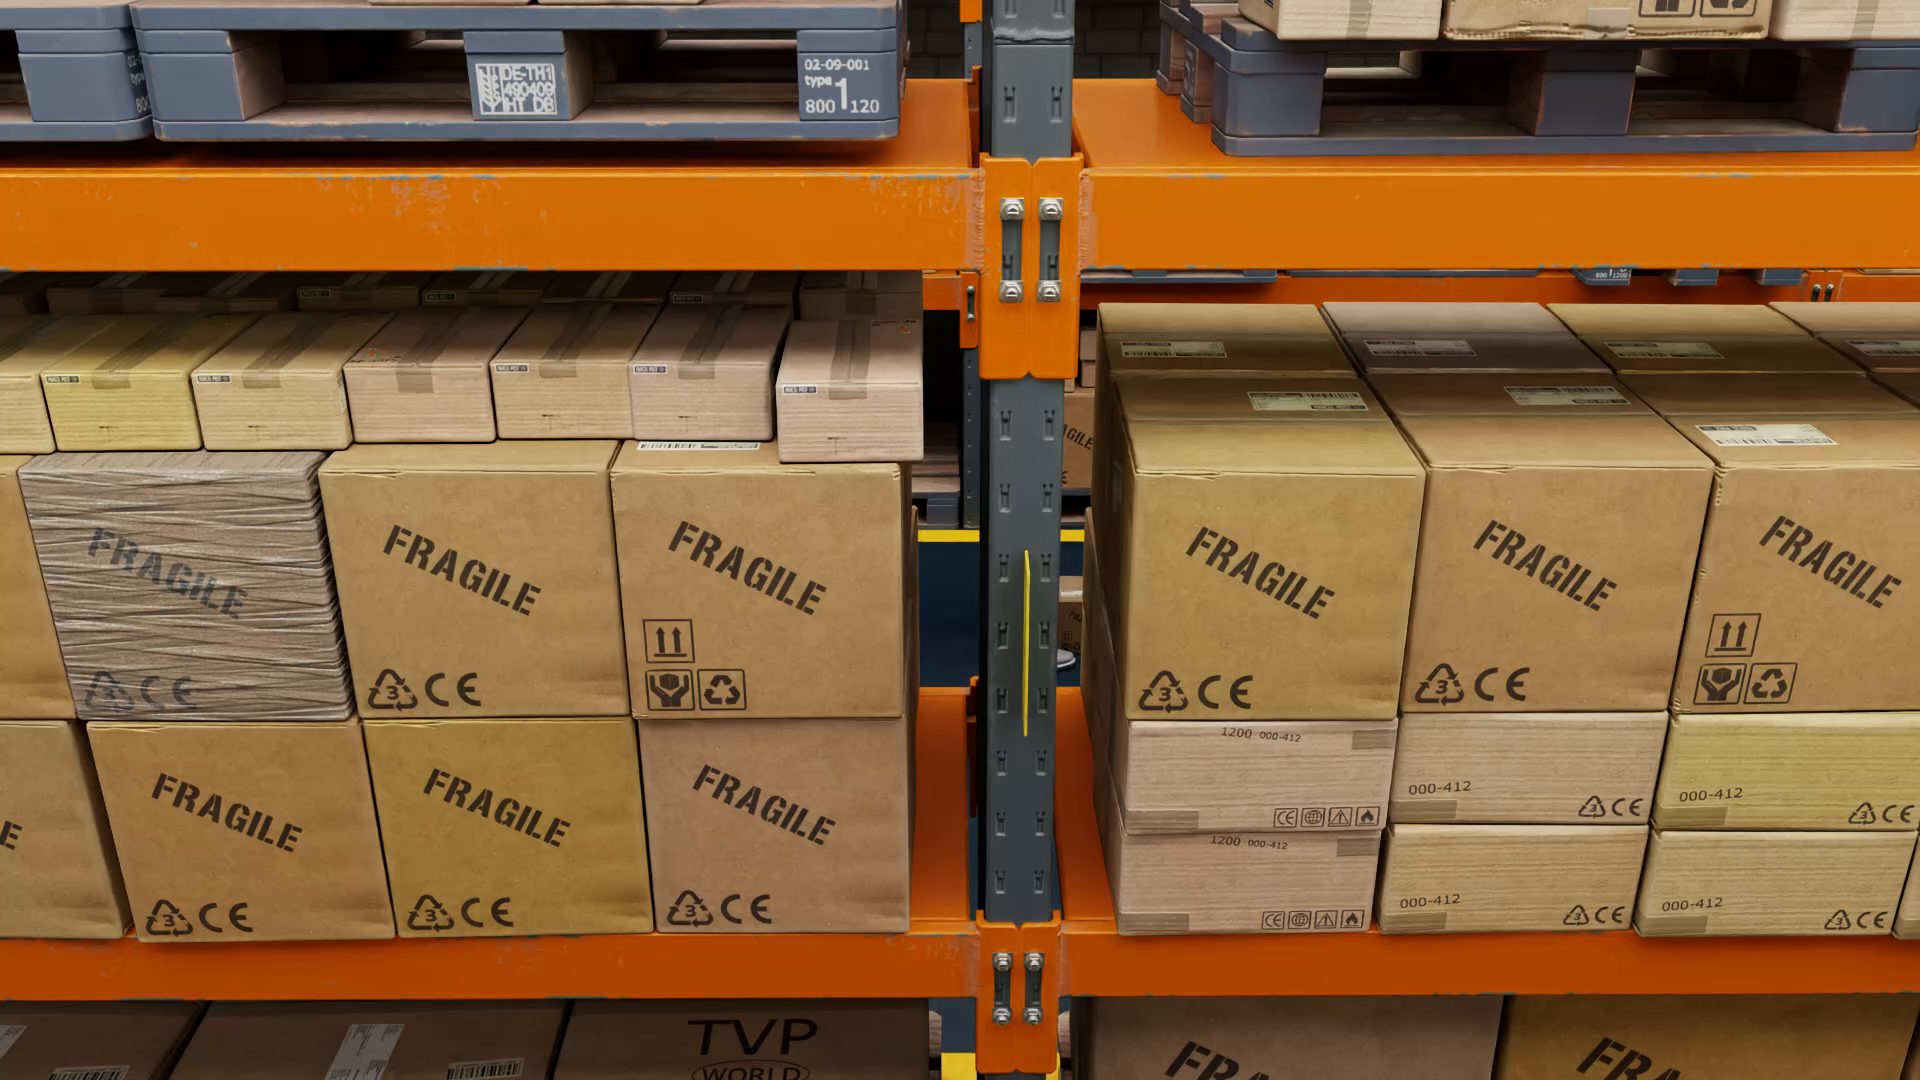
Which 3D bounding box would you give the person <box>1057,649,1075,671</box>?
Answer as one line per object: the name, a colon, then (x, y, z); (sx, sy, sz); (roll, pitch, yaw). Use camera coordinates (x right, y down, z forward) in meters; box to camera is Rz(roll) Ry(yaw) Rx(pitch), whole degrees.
person: (0.290, -0.353, 6.913); (0.399, 1.727, 0.606); (-2, 24, -4)
